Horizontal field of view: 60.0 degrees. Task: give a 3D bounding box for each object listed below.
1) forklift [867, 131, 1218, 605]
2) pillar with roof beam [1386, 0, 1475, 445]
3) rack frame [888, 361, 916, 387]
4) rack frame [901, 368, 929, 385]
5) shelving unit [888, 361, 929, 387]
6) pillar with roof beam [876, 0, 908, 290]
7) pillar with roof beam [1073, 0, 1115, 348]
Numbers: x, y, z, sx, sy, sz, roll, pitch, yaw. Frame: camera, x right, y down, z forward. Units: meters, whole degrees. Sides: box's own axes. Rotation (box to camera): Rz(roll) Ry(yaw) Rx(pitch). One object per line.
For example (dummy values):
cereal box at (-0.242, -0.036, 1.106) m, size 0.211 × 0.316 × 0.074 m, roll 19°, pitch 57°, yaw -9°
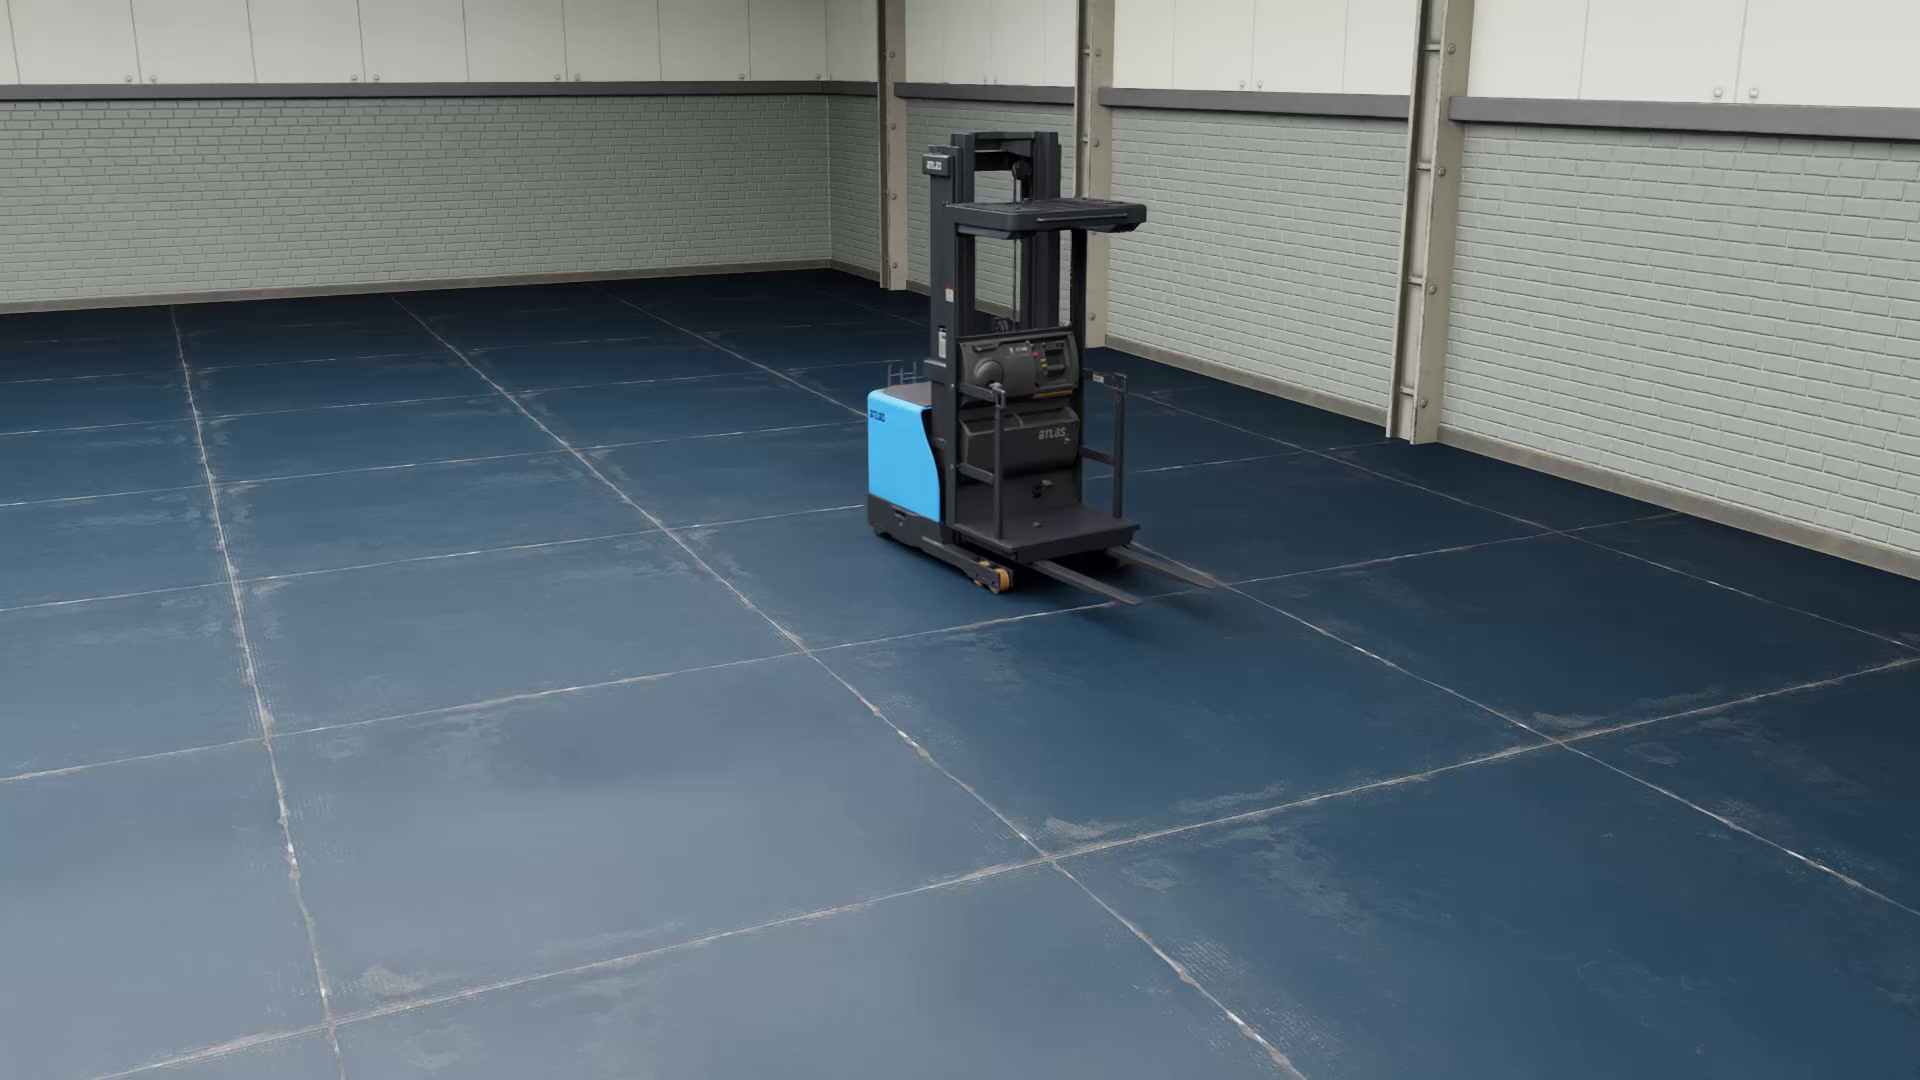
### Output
forklift at (0.526, -1.205, 11.137) m, size 1.130 × 2.935 × 3.031 m, roll -10°, pitch 19°, yaw -31°
pillar with roof beam at (0.358, -4.751, 12.492) m, size 9.100 × 9.000 × 0.400 m, roll -8°, pitch 18°, yaw -25°
rack frame at (-0.437, -0.762, 12.731) m, size 0.240 × 1.200 × 0.006 m, roll -10°, pitch 19°, yaw -31°
rack frame at (-0.338, -0.719, 12.583) m, size 0.240 × 1.200 × 0.006 m, roll -10°, pitch 19°, yaw -31°
shelving unit at (-0.387, -0.741, 12.657) m, size 0.258 × 1.200 × 0.189 m, roll -10°, pitch 19°, yaw -31°
pillar with roof beam at (-4.899, -7.726, 22.861) m, size 9.100 × 9.000 × 0.400 m, roll -8°, pitch 18°, yaw -25°
pillar with roof beam at (-2.270, -6.239, 17.676) m, size 9.100 × 9.000 × 0.400 m, roll -8°, pitch 18°, yaw -25°
